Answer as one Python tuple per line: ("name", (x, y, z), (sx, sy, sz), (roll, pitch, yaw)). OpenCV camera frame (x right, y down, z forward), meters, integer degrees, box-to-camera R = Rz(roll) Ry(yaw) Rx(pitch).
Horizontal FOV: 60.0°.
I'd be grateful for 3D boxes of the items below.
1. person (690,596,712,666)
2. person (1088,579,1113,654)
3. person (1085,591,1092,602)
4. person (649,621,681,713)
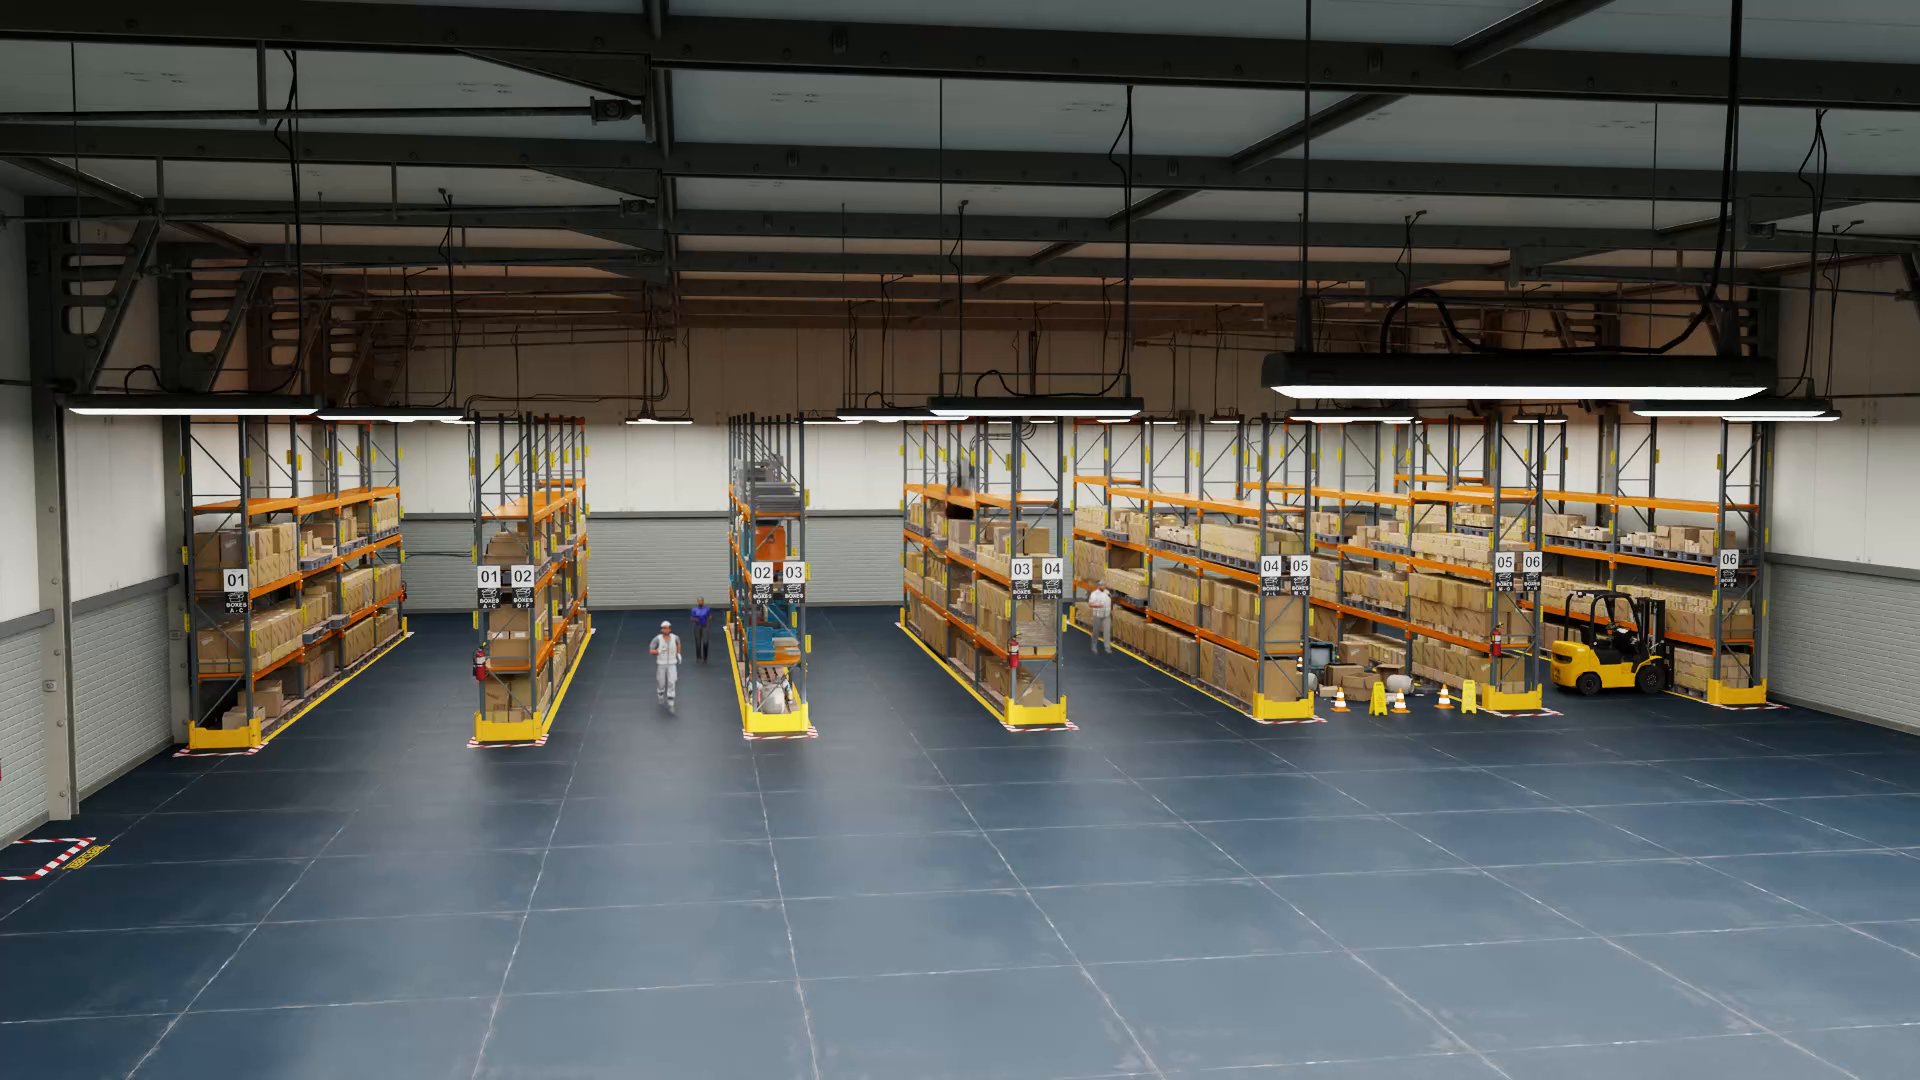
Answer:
("person", (-6.212, 2.199, 39.952), (0.523, 1.682, 0.765), (-1, 4, -9))
("person", (3.404, 1.842, 39.811), (0.665, 1.836, 0.934), (-1, 4, -18))
("person", (4.016, 1.491, 49.959), (0.900, 1.704, 0.770), (1, 4, 16))
("person", (-5.923, 2.522, 33.466), (0.669, 1.798, 0.943), (-1, 4, -19))
